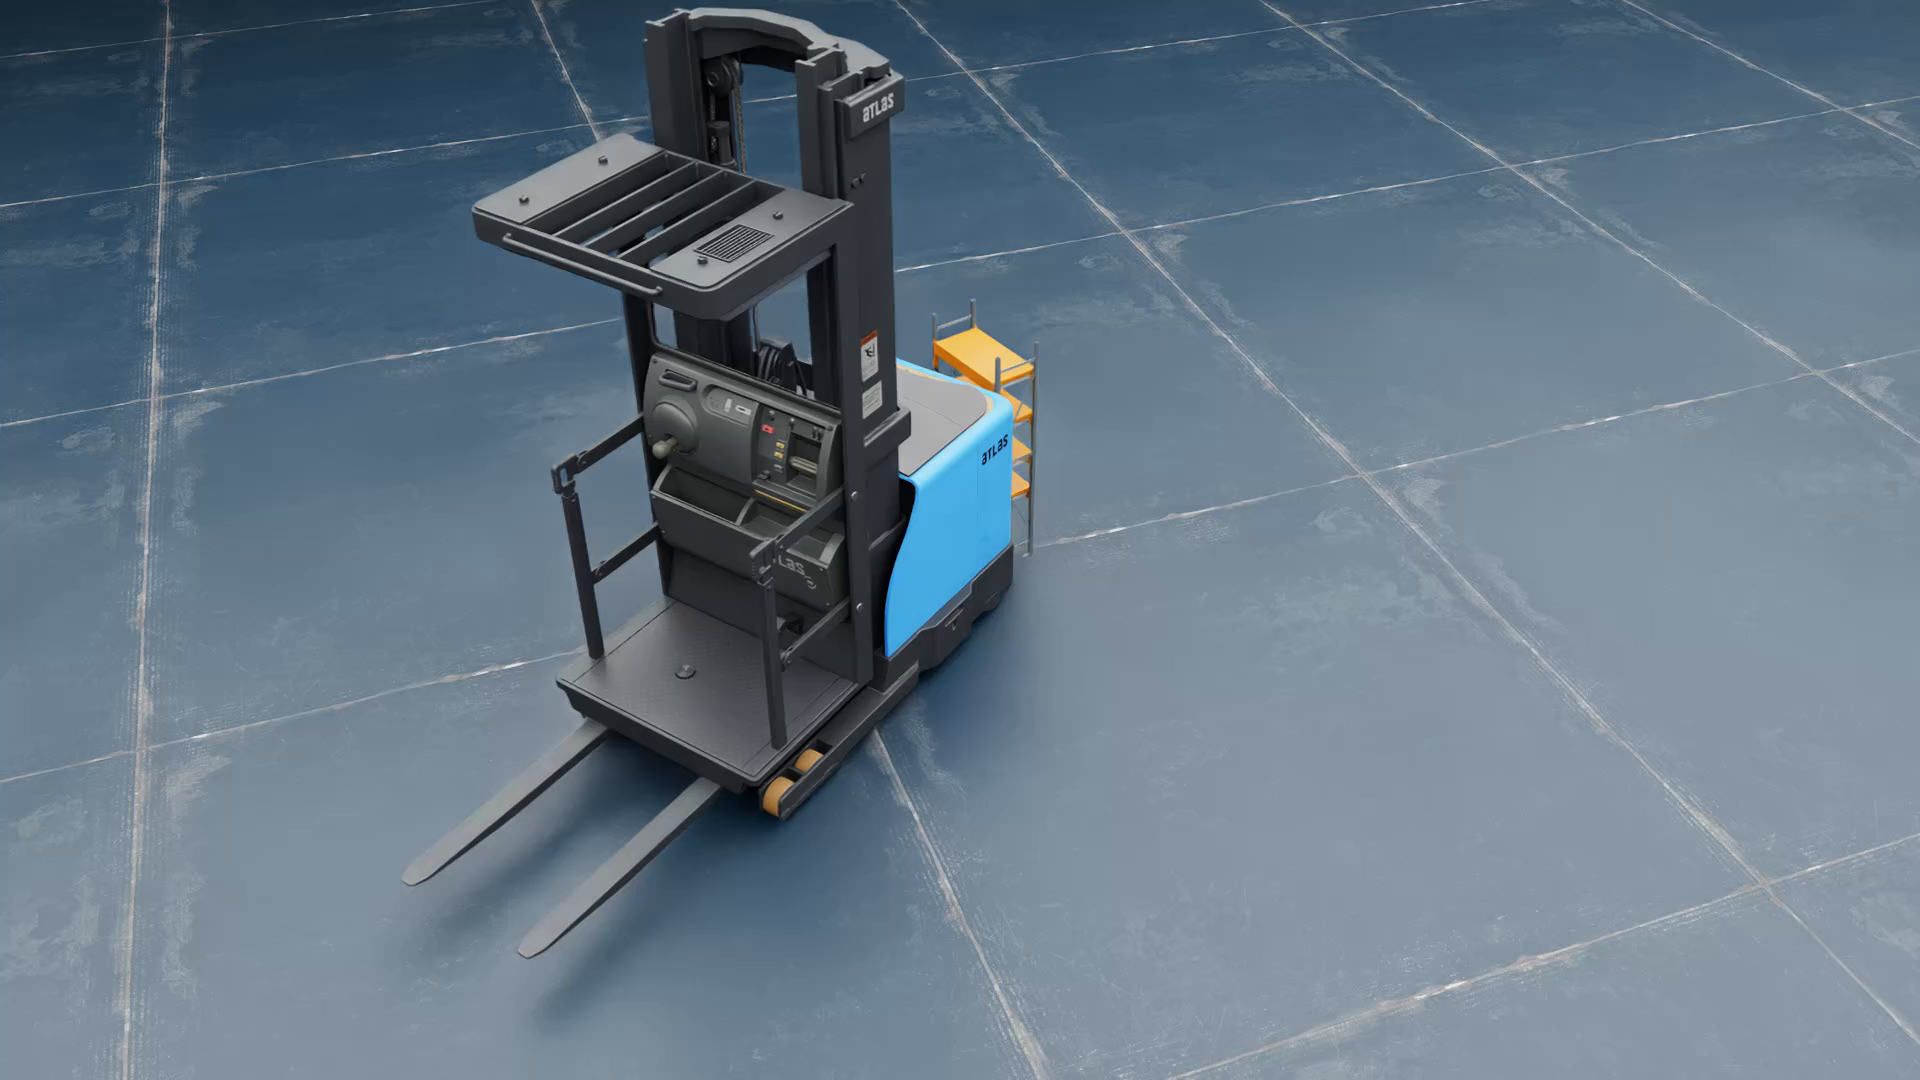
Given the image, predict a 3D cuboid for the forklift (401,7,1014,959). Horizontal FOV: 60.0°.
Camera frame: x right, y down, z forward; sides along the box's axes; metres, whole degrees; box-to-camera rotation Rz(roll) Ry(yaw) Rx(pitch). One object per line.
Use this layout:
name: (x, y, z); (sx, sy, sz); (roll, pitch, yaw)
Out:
forklift: (-0.984, -0.363, 6.356); (1.130, 2.935, 3.031); (22, 42, 26)

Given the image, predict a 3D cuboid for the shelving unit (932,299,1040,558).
shelving unit: (0.114, -0.491, 7.965); (0.258, 1.200, 0.503); (-24, 43, -28)

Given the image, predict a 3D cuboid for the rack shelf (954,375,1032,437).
rack shelf: (0.114, -0.616, 7.871); (0.258, 0.148, 0.480); (-24, 43, -28)

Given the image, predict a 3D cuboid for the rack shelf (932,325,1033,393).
rack shelf: (0.114, -0.805, 7.728); (0.258, 0.148, 0.480); (-24, 43, -28)

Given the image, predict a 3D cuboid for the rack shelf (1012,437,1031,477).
rack shelf: (0.114, -0.437, 8.005); (0.258, 0.148, 0.480); (-24, 43, -28)

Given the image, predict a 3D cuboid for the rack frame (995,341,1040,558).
rack frame: (0.257, -0.372, 7.807); (0.240, 1.200, 0.015); (-24, 43, -28)

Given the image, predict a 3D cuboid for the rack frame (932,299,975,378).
rack frame: (-0.029, -0.610, 8.123); (0.240, 1.200, 0.015); (-24, 43, -28)

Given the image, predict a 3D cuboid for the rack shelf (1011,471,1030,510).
rack shelf: (0.114, -0.278, 8.125); (0.258, 0.148, 0.480); (-24, 43, -28)
